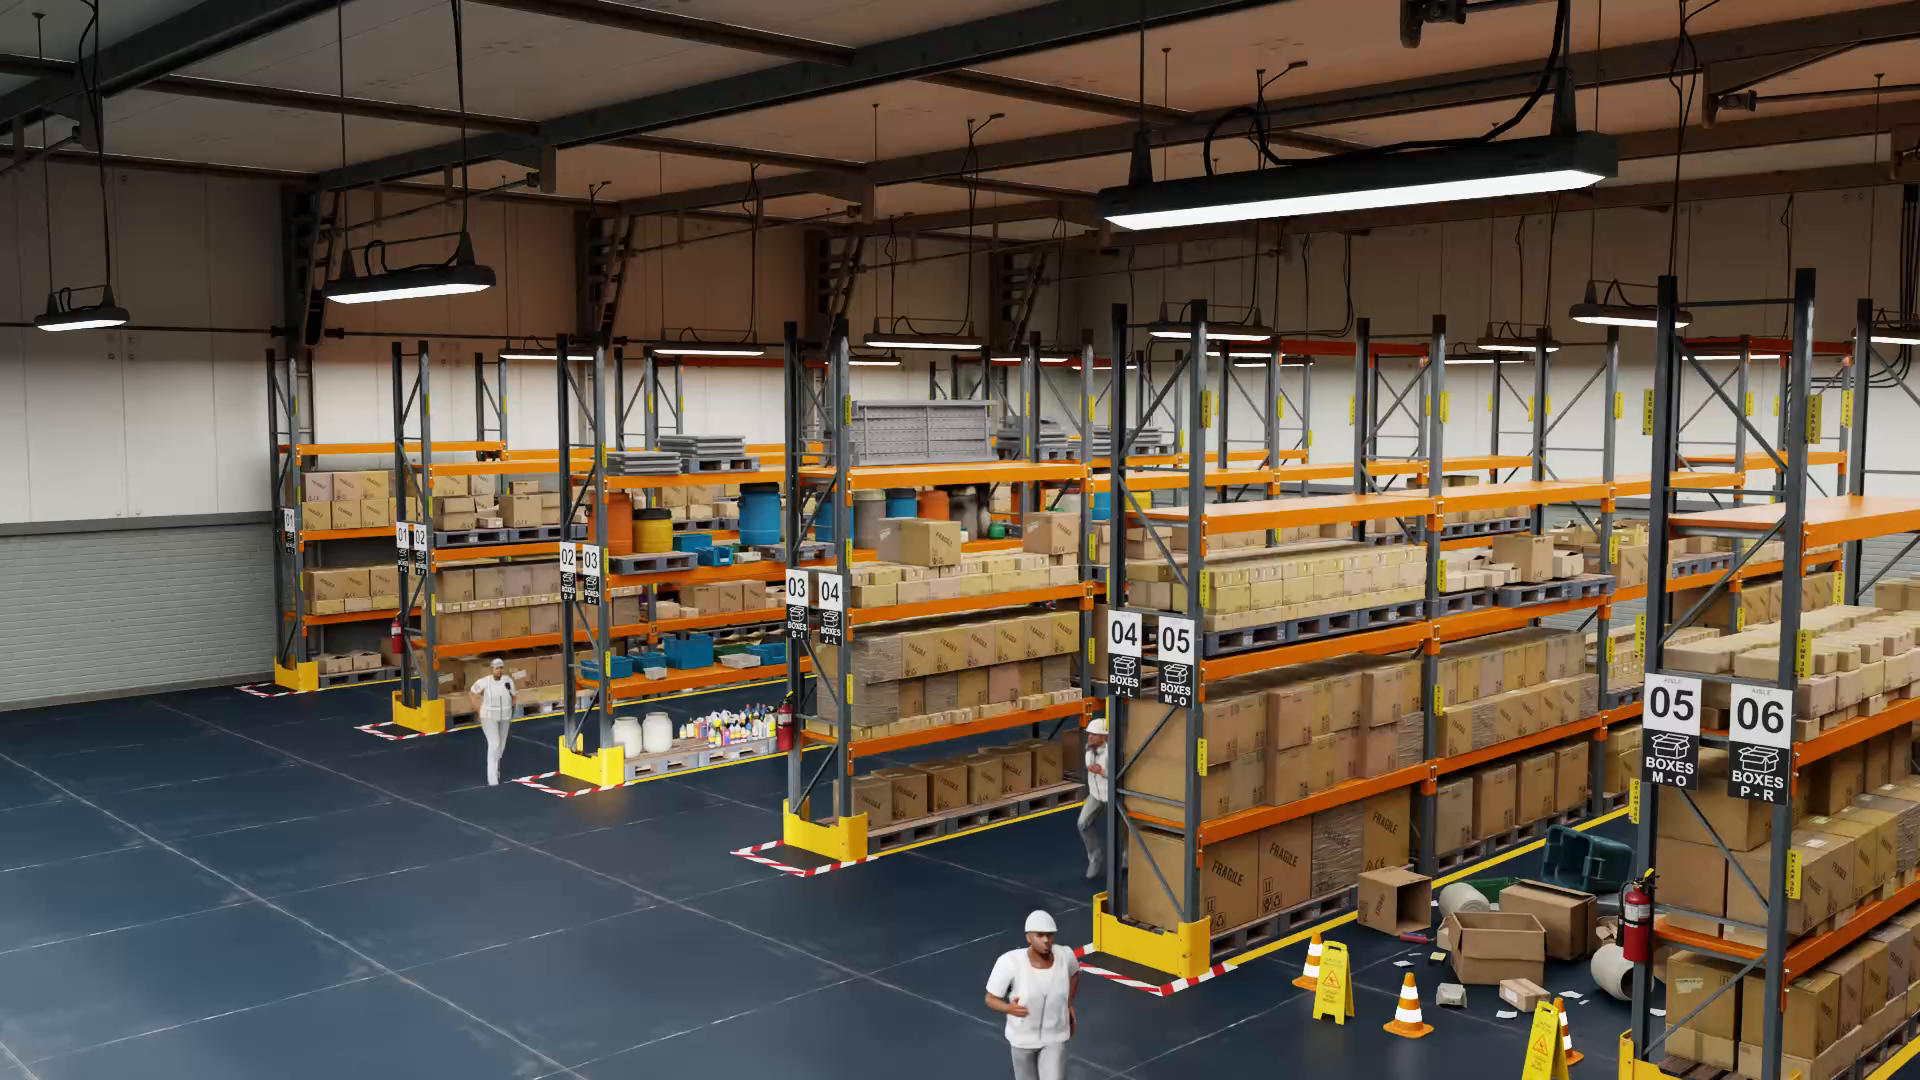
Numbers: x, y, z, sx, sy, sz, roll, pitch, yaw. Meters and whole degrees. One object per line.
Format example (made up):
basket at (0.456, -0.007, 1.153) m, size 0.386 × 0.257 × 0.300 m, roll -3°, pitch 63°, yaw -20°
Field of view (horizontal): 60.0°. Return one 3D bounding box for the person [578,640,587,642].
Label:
person at (-6.868, 1.631, 30.997) m, size 0.702 × 1.732 × 0.631 m, roll 4°, pitch 6°, yaw 40°

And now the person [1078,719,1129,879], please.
person at (1.594, 2.755, 17.838) m, size 0.646 × 1.746 × 0.926 m, roll 4°, pitch 6°, yaw 40°

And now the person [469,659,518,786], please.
person at (-6.216, 2.430, 22.296) m, size 0.602 × 1.704 × 0.759 m, roll -4°, pitch 6°, yaw -39°

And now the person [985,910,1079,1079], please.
person at (0.490, 3.343, 11.038) m, size 0.661 × 1.835 × 0.774 m, roll 0°, pitch 5°, yaw -3°
